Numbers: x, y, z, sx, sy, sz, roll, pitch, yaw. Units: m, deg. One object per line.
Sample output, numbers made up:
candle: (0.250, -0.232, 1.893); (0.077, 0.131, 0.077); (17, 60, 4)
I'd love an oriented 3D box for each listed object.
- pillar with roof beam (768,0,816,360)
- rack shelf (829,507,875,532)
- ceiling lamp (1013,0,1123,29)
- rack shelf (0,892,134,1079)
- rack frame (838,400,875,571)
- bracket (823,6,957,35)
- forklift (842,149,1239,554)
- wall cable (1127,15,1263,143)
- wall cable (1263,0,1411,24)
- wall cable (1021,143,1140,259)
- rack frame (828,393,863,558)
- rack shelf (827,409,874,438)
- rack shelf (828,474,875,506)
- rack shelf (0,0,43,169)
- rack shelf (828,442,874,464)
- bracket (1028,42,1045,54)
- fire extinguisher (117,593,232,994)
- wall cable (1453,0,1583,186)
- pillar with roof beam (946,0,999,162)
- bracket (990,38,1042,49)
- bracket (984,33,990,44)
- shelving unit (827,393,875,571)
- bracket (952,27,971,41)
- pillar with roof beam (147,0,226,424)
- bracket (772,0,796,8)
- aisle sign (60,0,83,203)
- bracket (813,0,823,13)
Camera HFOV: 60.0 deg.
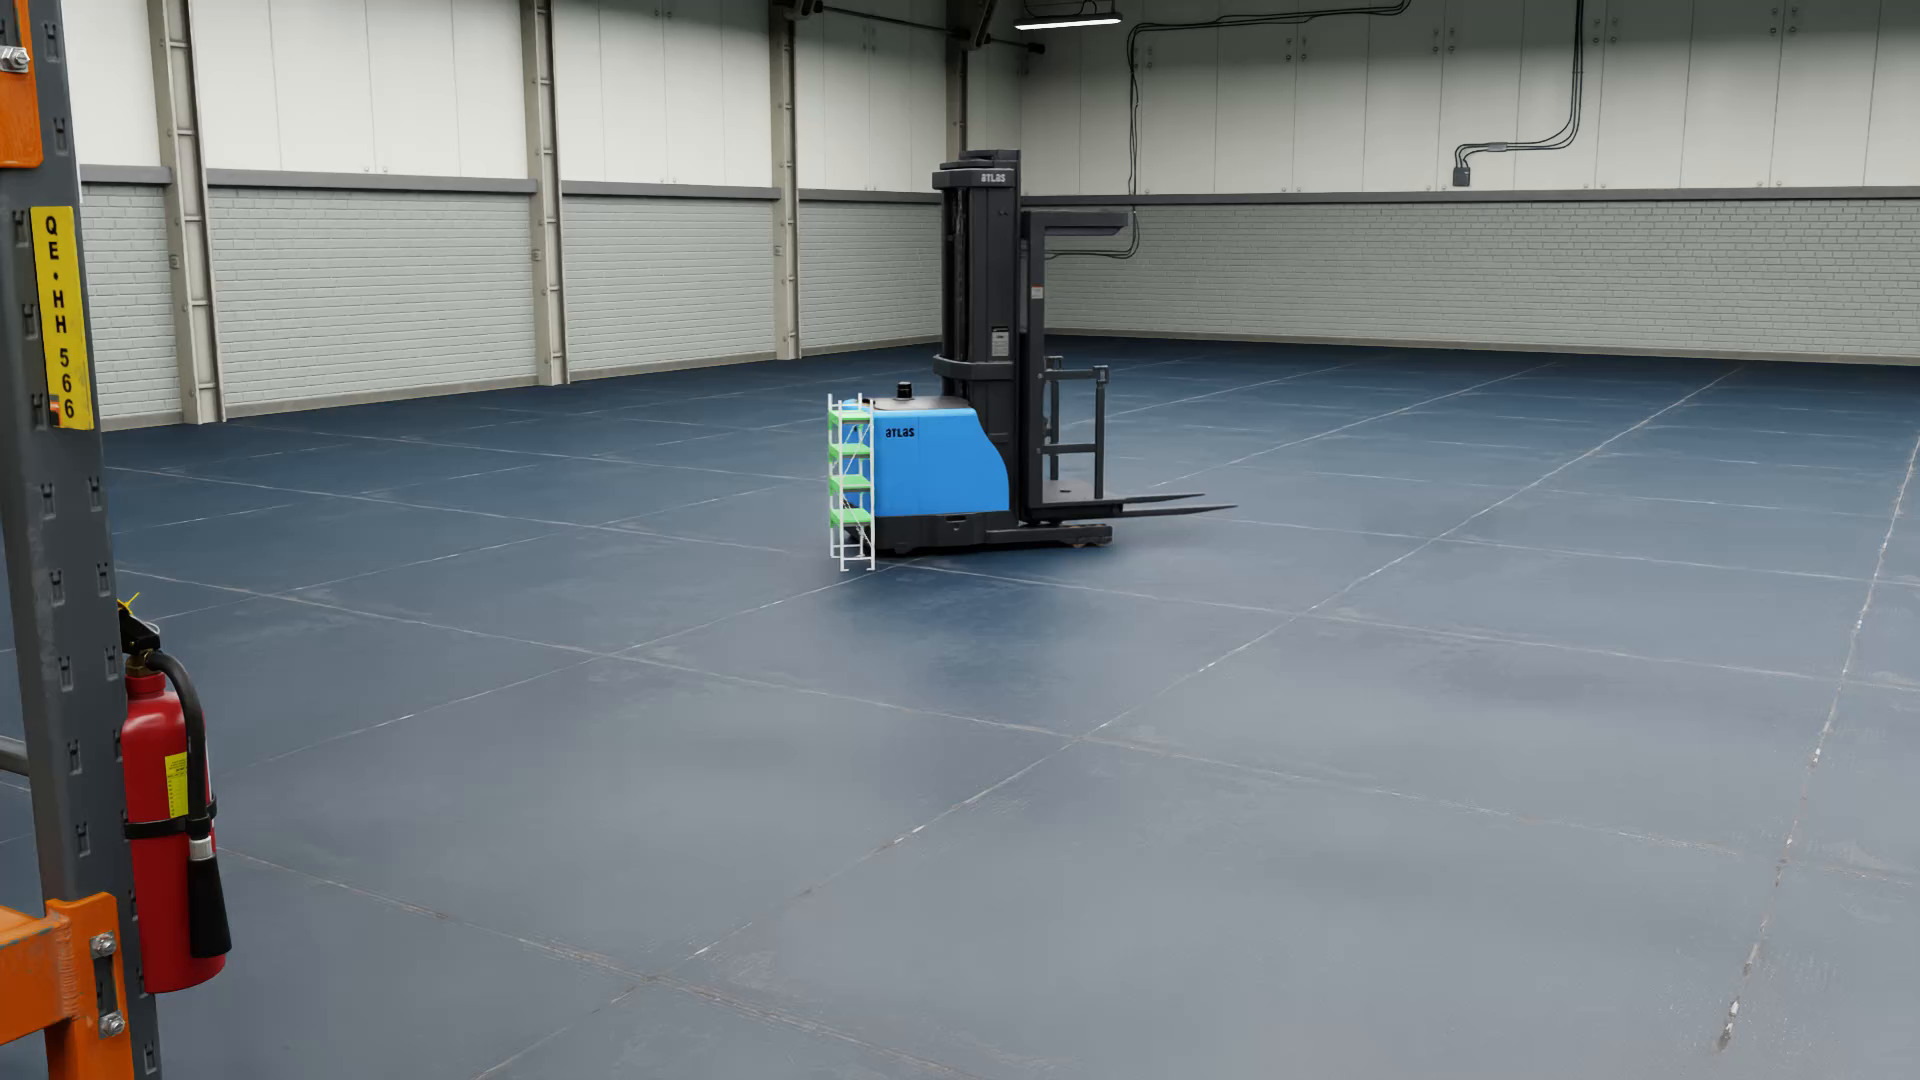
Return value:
pillar with roof beam: (0.502, -7.368, 27.770); (9.100, 9.000, 0.548); (6, 12, 31)
rack shelf: (-0.777, -0.123, 11.916); (0.258, 0.148, 0.480); (-2, 11, -13)
ceiling lamp: (1.991, -10.530, 28.800); (2.000, 3.185, 0.800); (6, 12, 31)
rack shelf: (-2.830, 1.009, 1.281); (1.077, 0.370, 4.000); (6, 12, 31)
rack frame: (-0.723, -0.378, 11.626); (0.240, 1.200, 0.015); (-2, 11, -13)
bracket: (-1.312, -9.988, 31.982); (0.076, 0.066, 4.783); (6, 12, 31)
forklift: (0.653, -1.470, 12.758); (3.031, 2.935, 1.130); (-3, 11, -16)
wall cable: (4.910, -9.757, 35.247); (3.097, 2.526, 0.112); (6, 12, 31)
wall cable: (7.555, -11.697, 33.250); (3.097, 2.526, 0.112); (6, 12, 31)
wall cable: (2.597, -7.533, 37.093); (3.097, 2.526, 0.112); (6, 12, 31)
rack frame: (-0.830, -0.465, 12.094); (0.240, 1.200, 0.015); (-2, 11, -13)
rack shelf: (-0.777, -0.831, 11.783); (0.258, 0.148, 0.480); (-2, 11, -13)
rack shelf: (-0.777, -0.359, 11.871); (0.258, 0.148, 0.480); (-2, 11, -13)
rack shelf: (-2.830, -0.465, 1.005); (1.077, 0.370, 4.000); (6, 12, 31)
rack shelf: (-0.777, -0.595, 11.827); (0.258, 0.148, 0.480); (-2, 11, -13)
bracket: (1.687, -10.896, 36.834); (0.235, 0.232, 0.430); (6, 12, 31)
fire extinguisher: (-1.338, 0.405, 2.763); (0.296, 0.674, 0.183); (6, 12, 31)
wall cable: (10.703, -9.822, 31.636); (2.305, 6.003, 0.169); (6, 12, 31)
pillar with roof beam: (3.617, -8.311, 32.810); (9.100, 9.000, 0.548); (6, 12, 31)
bracket: (1.380, -10.803, 36.338); (0.076, 0.066, 3.189); (6, 12, 31)
bracket: (0.457, -10.523, 34.843); (0.235, 0.232, 0.430); (6, 12, 31)
shelving unit: (-0.777, -0.422, 11.860); (0.258, 1.200, 0.503); (-2, 11, -13)
bracket: (0.026, -10.393, 34.146); (0.235, 0.232, 0.430); (6, 12, 31)
pillar with roof beam: (-5.728, -5.481, 17.689); (9.100, 9.000, 0.400); (6, 12, 31)
bracket: (-3.089, -9.449, 29.106); (0.235, 0.232, 0.430); (6, 12, 31)
aisle sign: (-1.503, -0.918, 2.555); (0.394, 0.787, 0.004); (6, 12, 31)
bracket: (-2.658, -9.580, 29.803); (0.235, 0.232, 0.430); (6, 12, 31)
